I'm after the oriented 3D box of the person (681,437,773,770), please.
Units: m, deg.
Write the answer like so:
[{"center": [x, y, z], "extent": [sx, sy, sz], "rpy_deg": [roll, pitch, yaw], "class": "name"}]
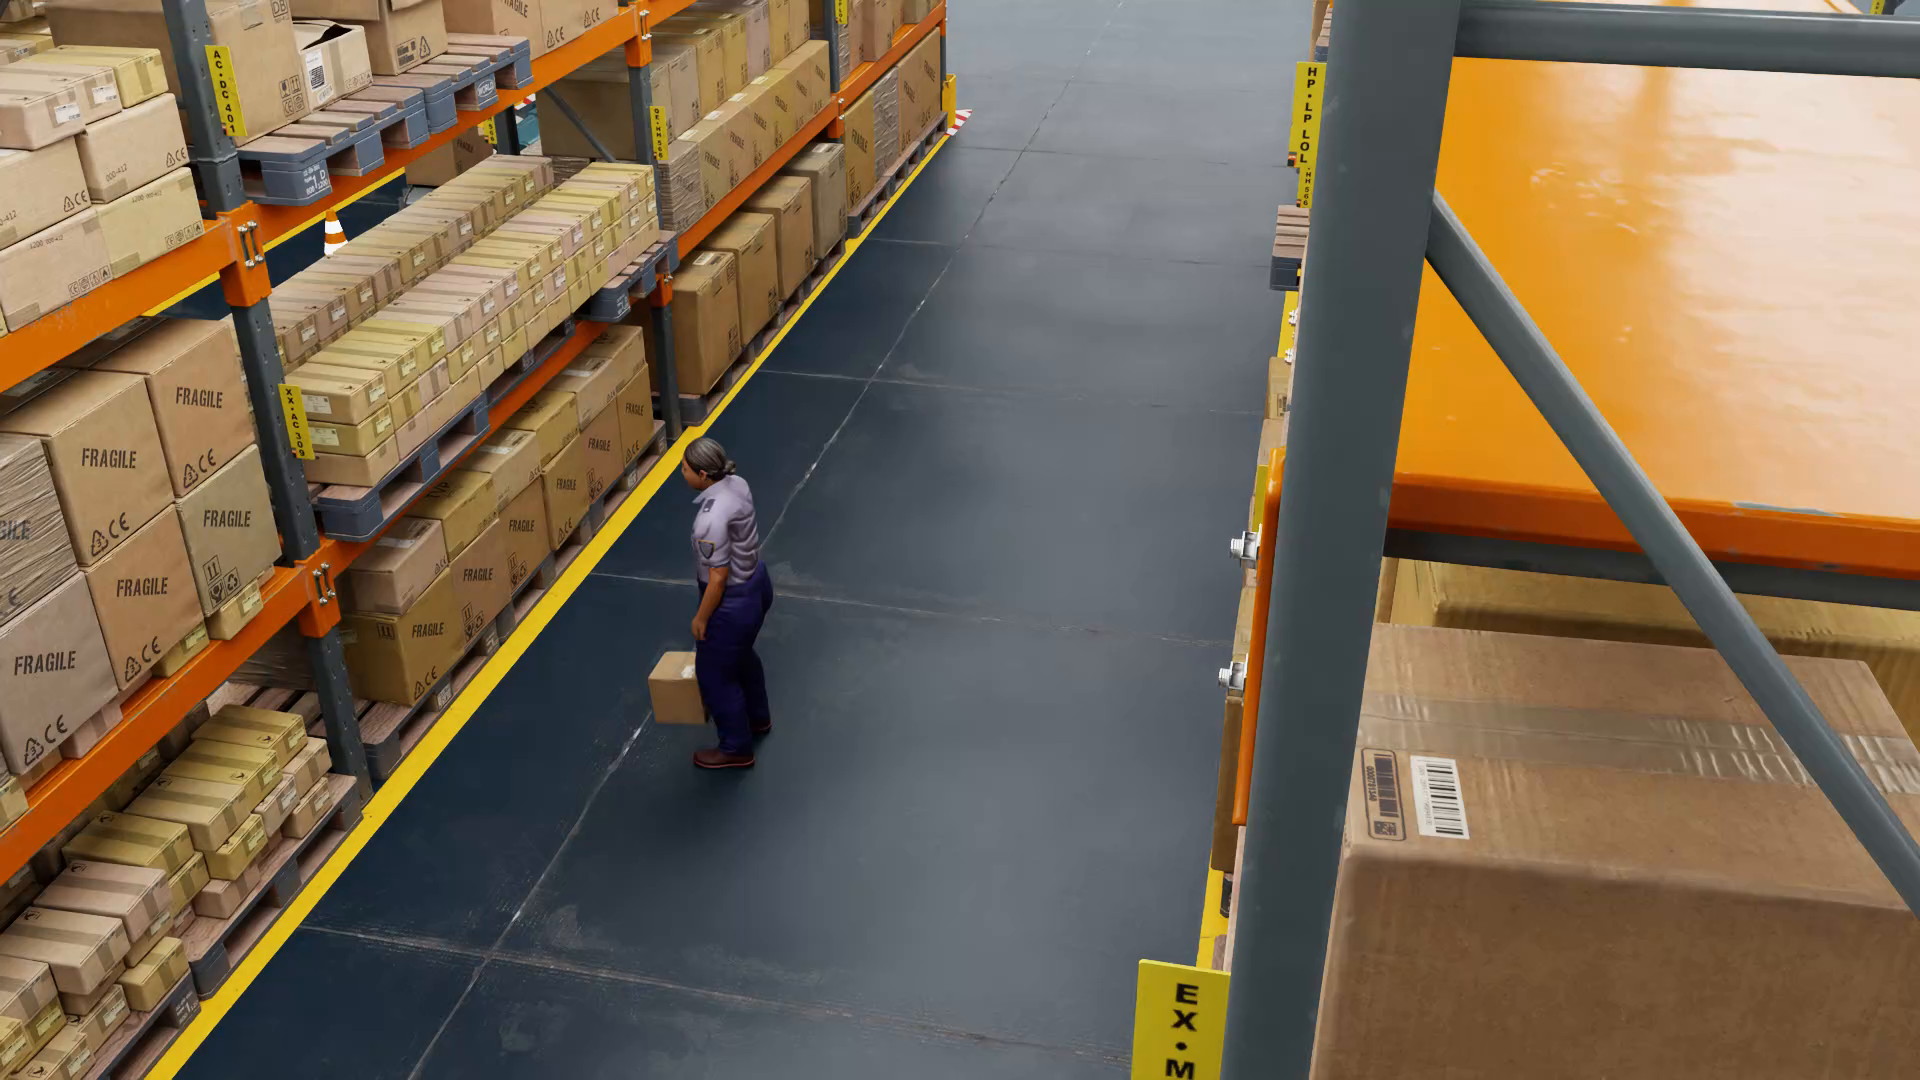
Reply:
[{"center": [-1.065, 0.275, 7.634], "extent": [0.371, 1.654, 0.532], "rpy_deg": [5, 29, 9], "class": "person"}]
